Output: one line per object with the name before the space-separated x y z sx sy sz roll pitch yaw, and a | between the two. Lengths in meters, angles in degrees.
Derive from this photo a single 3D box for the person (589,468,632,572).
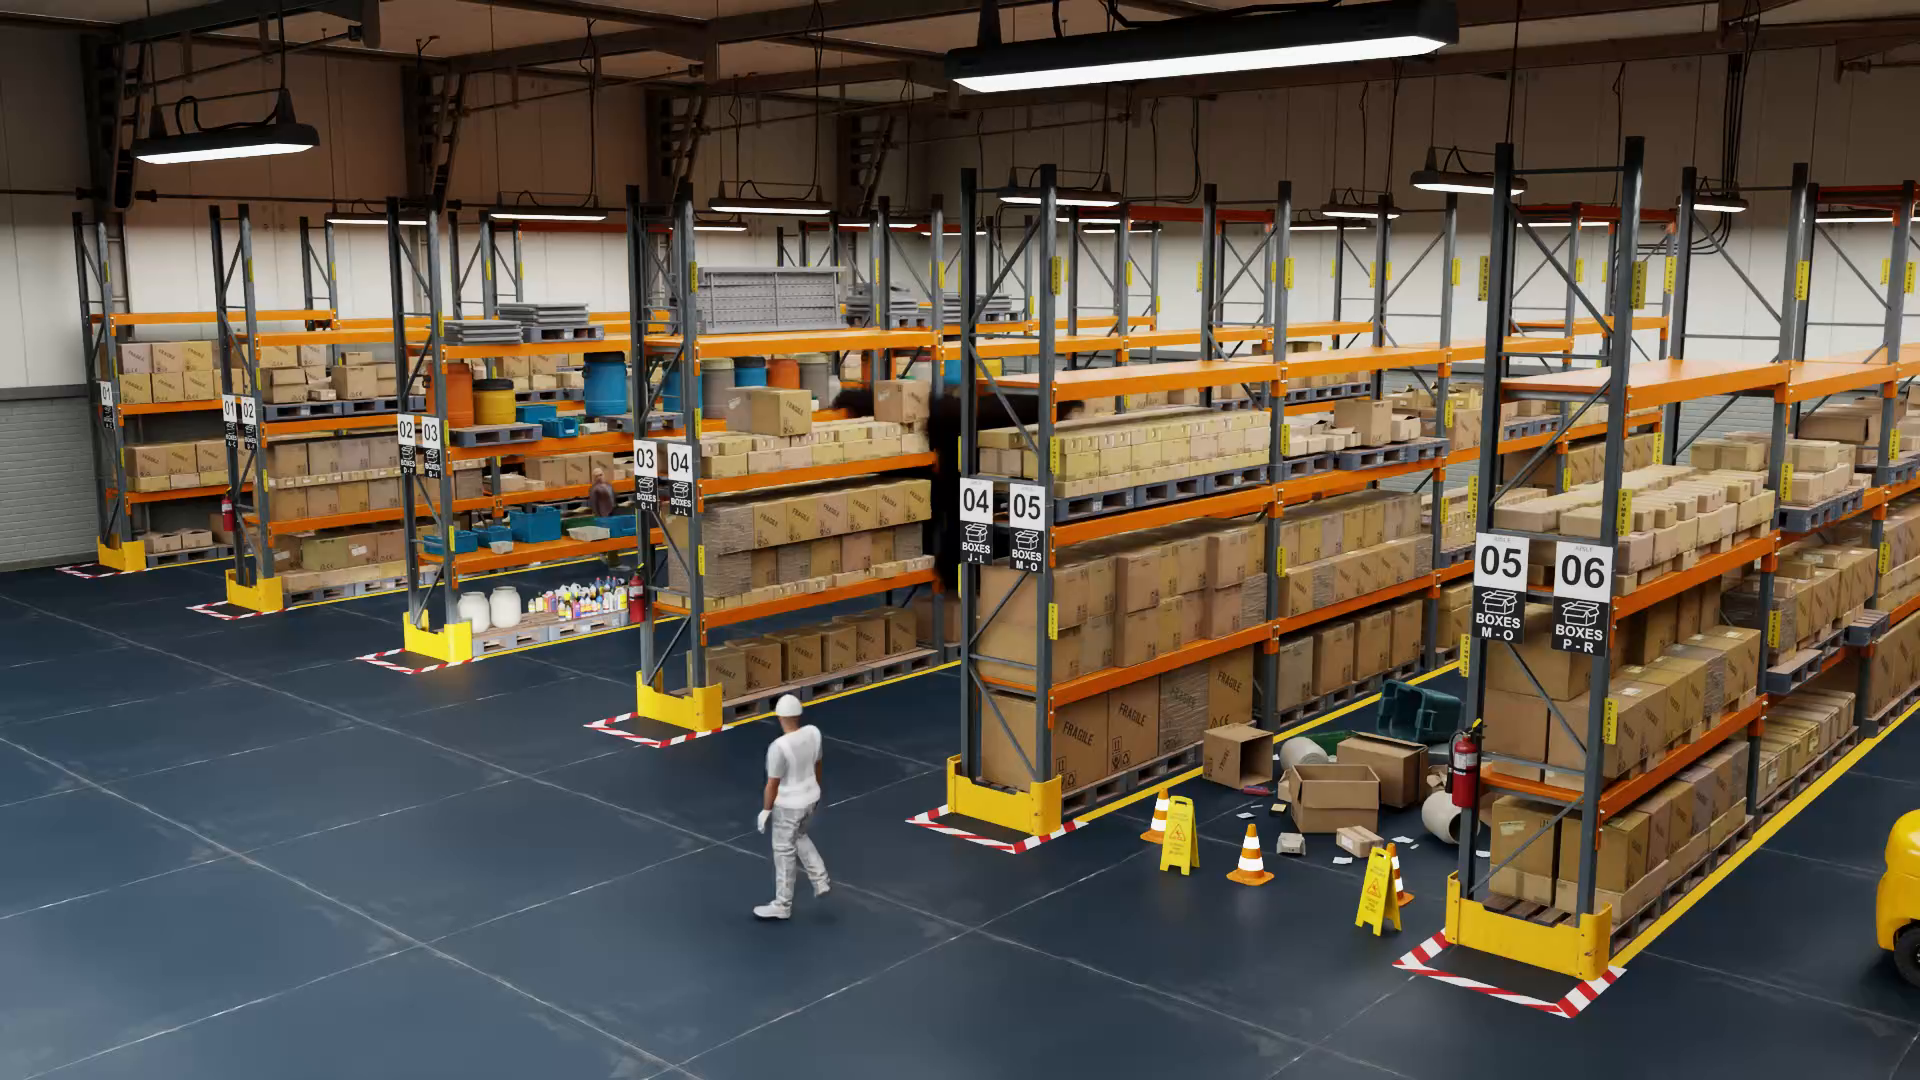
person | -5.925 -0.345 28.035 0.725 1.758 0.622 3 10 16

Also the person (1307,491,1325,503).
person | 5.643 -0.046 26.300 0.596 1.717 1.058 8 12 39

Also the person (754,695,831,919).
person | -1.333 2.096 13.245 0.490 1.786 0.635 5 11 26
